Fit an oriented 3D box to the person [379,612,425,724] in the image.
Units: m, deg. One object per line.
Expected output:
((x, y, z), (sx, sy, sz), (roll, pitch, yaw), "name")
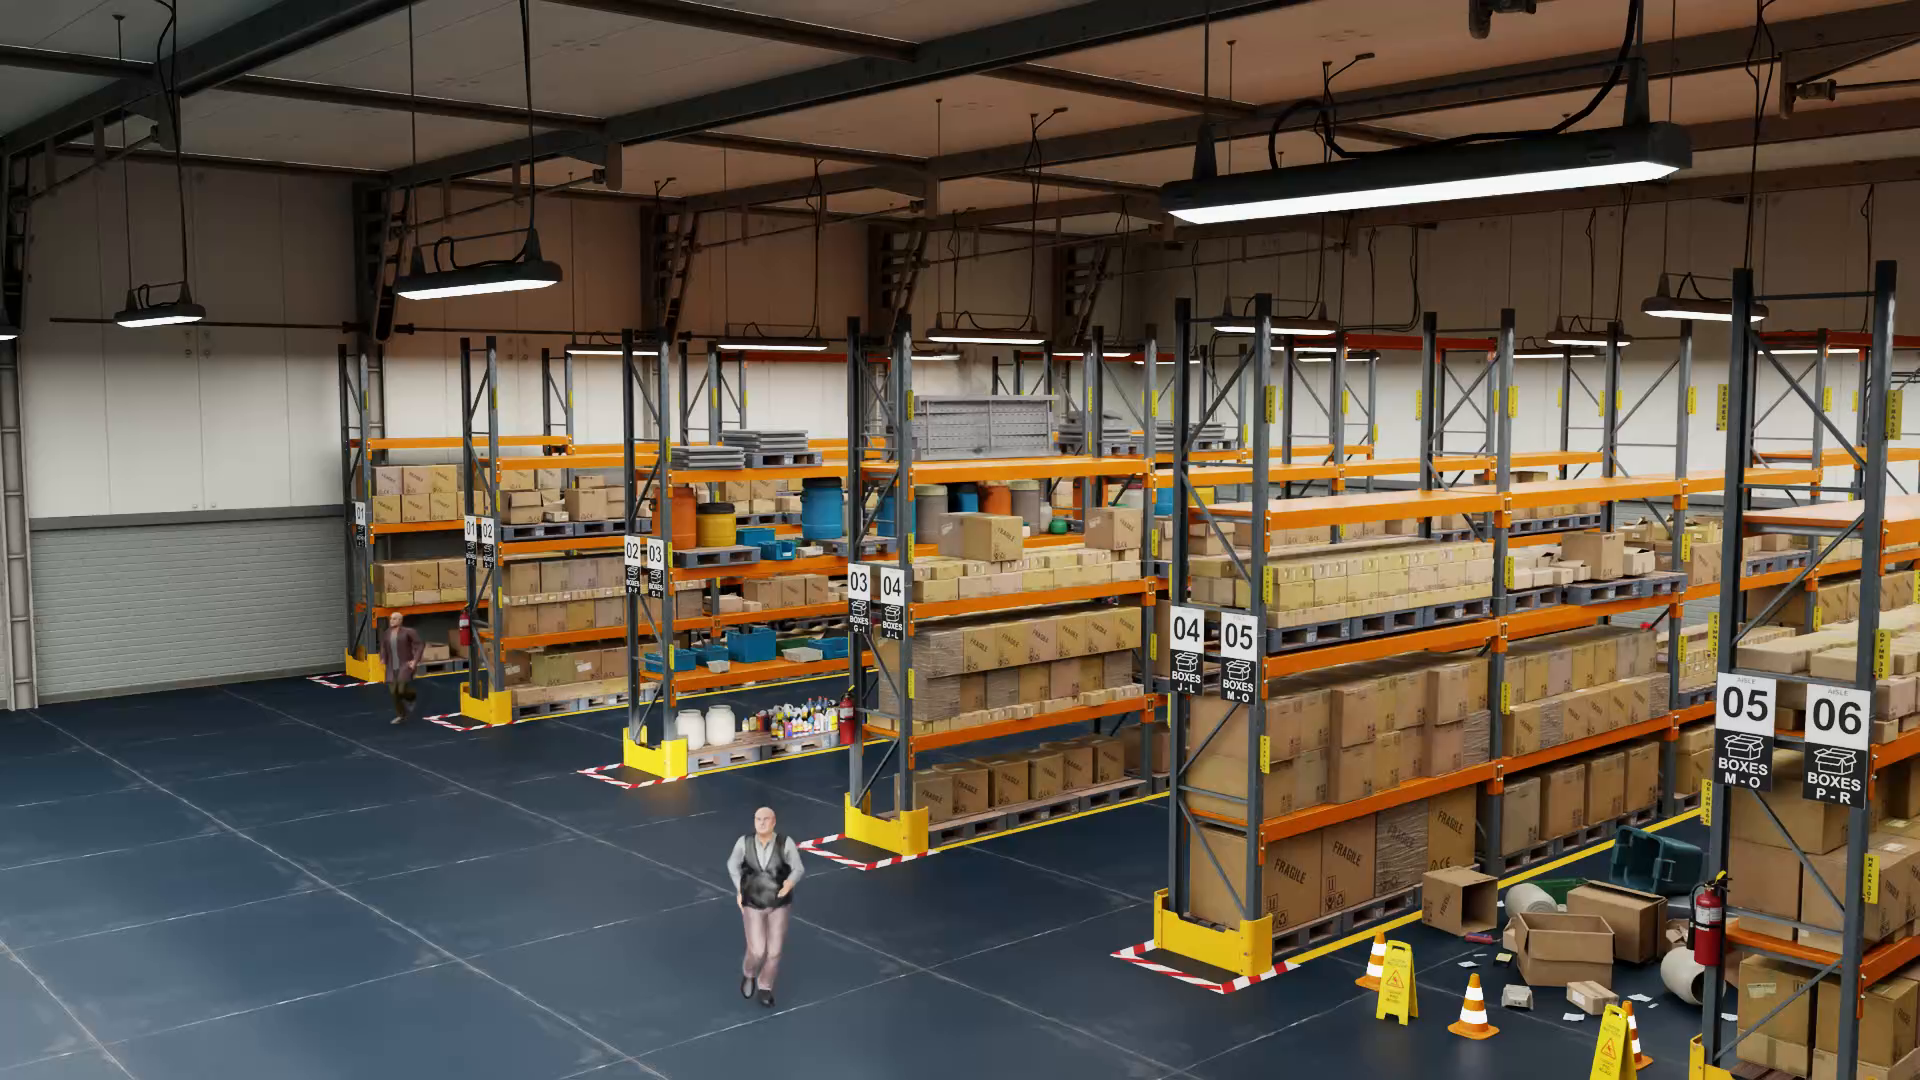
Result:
((-8.695, 1.983, 25.897), (0.715, 1.741, 0.714), (1, 5, 11), "person")

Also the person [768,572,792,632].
((-3.579, 1.412, 32.861), (0.536, 1.583, 0.856), (4, 7, 38), "person")

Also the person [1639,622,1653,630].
((10.077, 2.088, 24.511), (0.640, 1.759, 0.648), (-5, 7, -43), "person")

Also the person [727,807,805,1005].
((-1.614, 3.076, 13.905), (0.644, 1.690, 0.593), (-1, 5, -9), "person")
